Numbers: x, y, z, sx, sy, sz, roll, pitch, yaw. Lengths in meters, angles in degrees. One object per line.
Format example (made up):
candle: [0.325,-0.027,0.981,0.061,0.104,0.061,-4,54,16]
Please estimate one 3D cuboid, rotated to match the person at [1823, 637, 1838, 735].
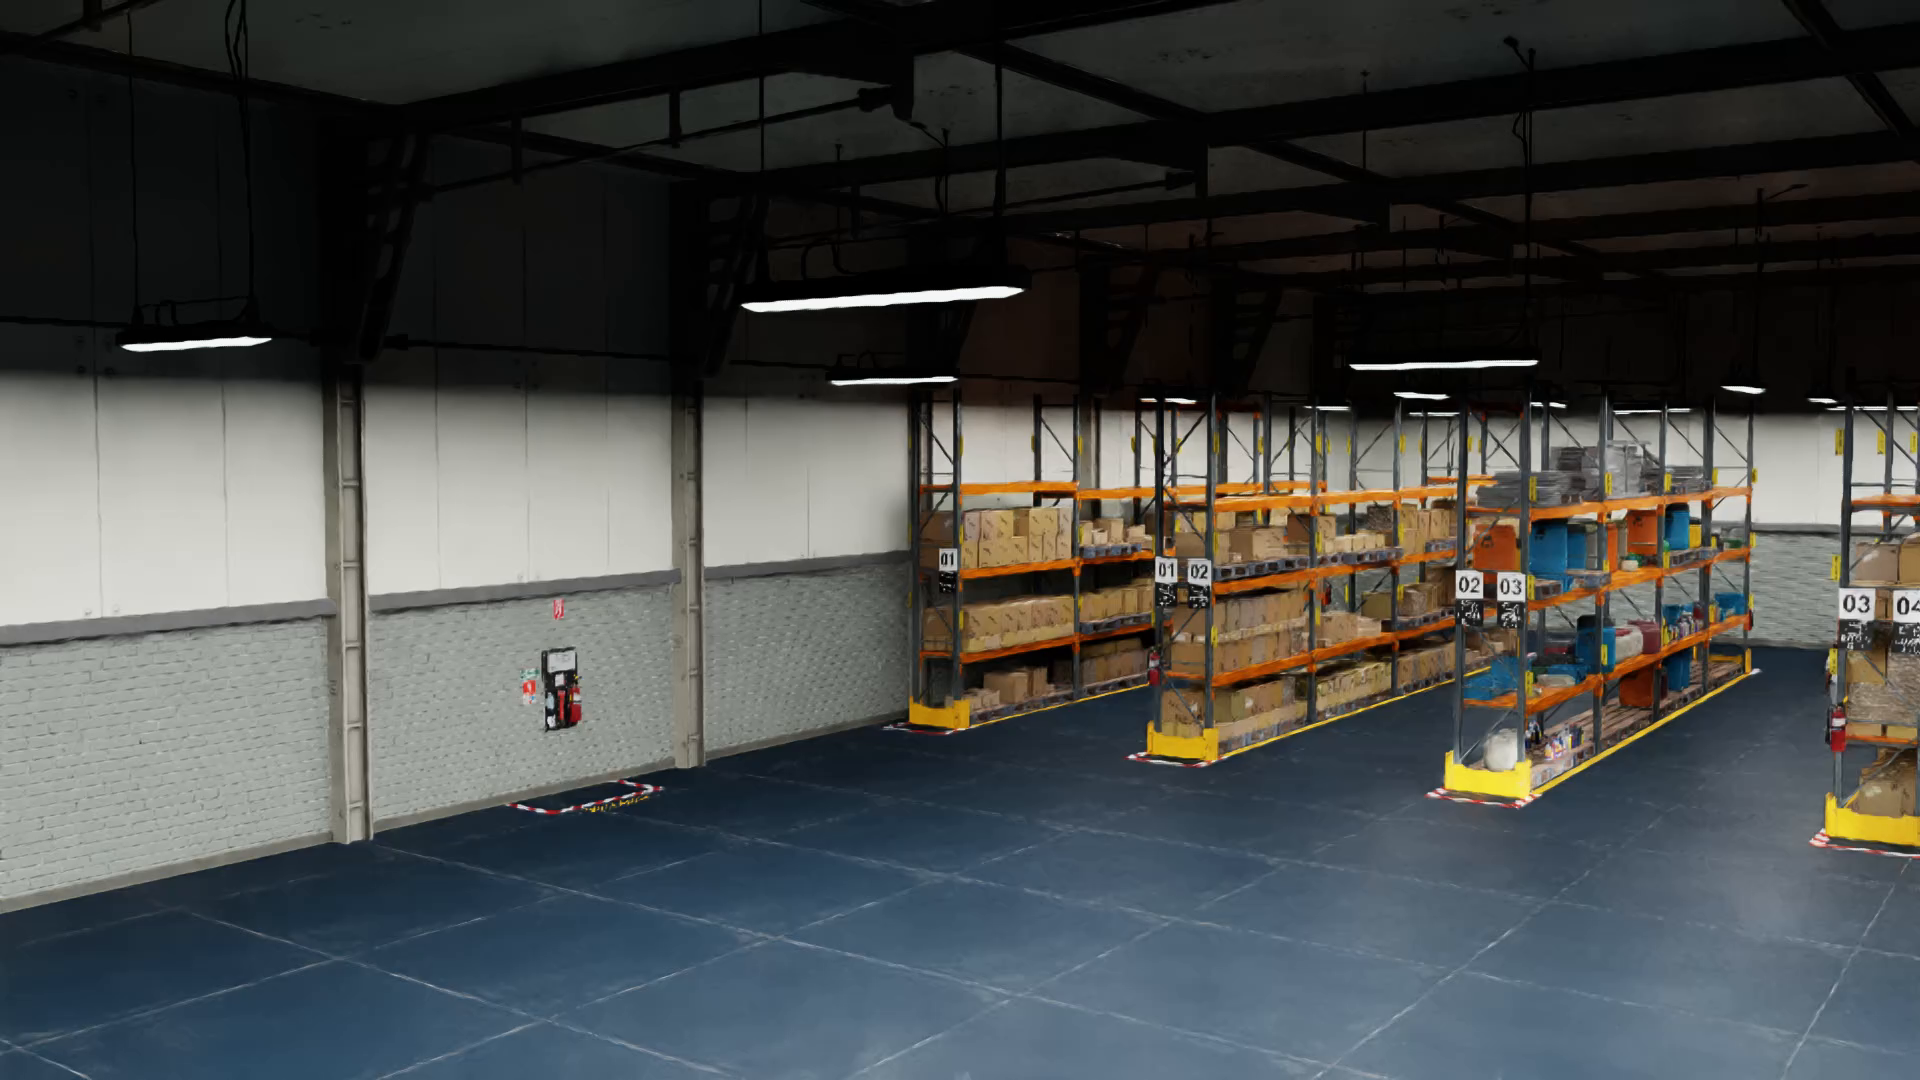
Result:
person: [15.178,2.515,28.793,0.574,1.665,0.551,-1,4,-24]
